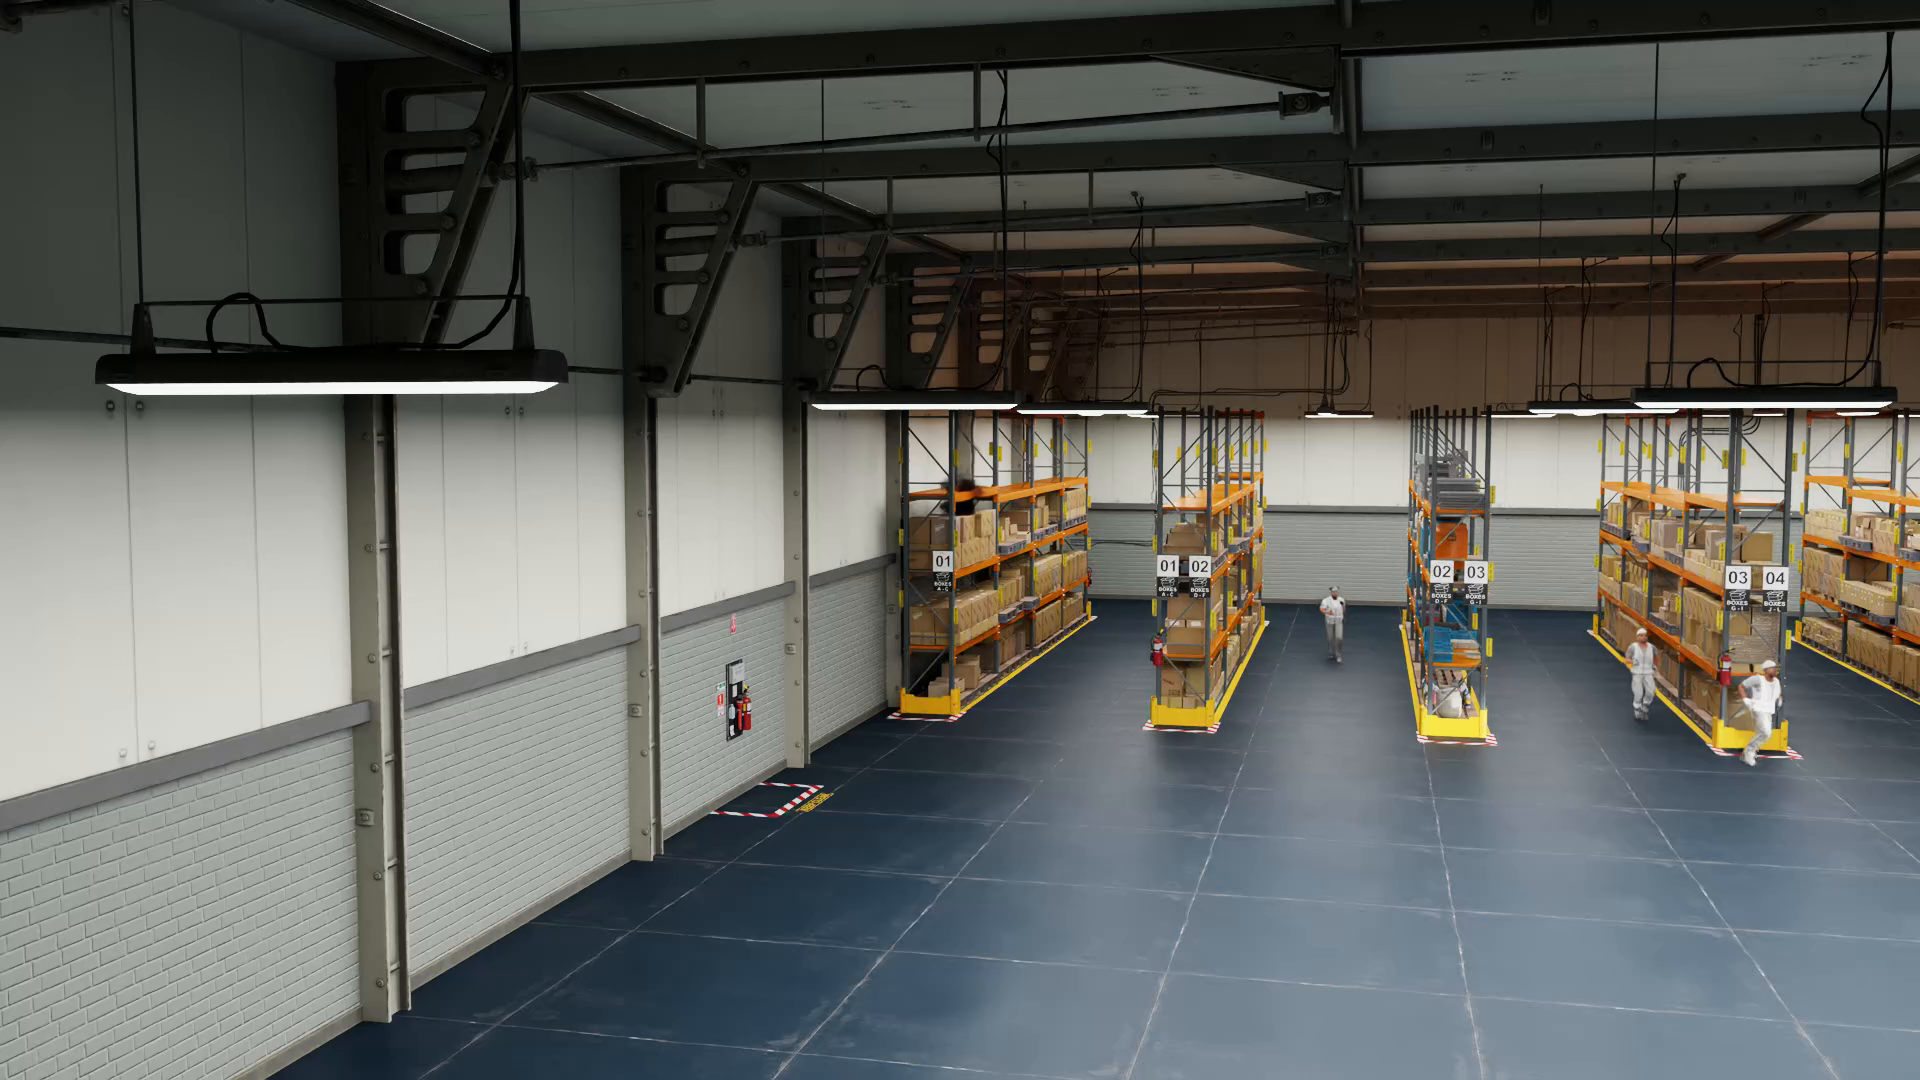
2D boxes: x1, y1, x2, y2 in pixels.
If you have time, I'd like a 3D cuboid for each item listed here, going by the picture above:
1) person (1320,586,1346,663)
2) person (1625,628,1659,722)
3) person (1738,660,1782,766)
[{"bbox_3d":[8.909,1.996,39.719,0.642,1.837,0.812,0,4,5],"label":"person"},{"bbox_3d":[12.969,2.572,31.554,0.636,1.772,0.625,1,4,12],"label":"person"},{"bbox_3d":[13.347,2.866,27.634,0.717,1.749,0.617,-2,5,-27],"label":"person"}]
